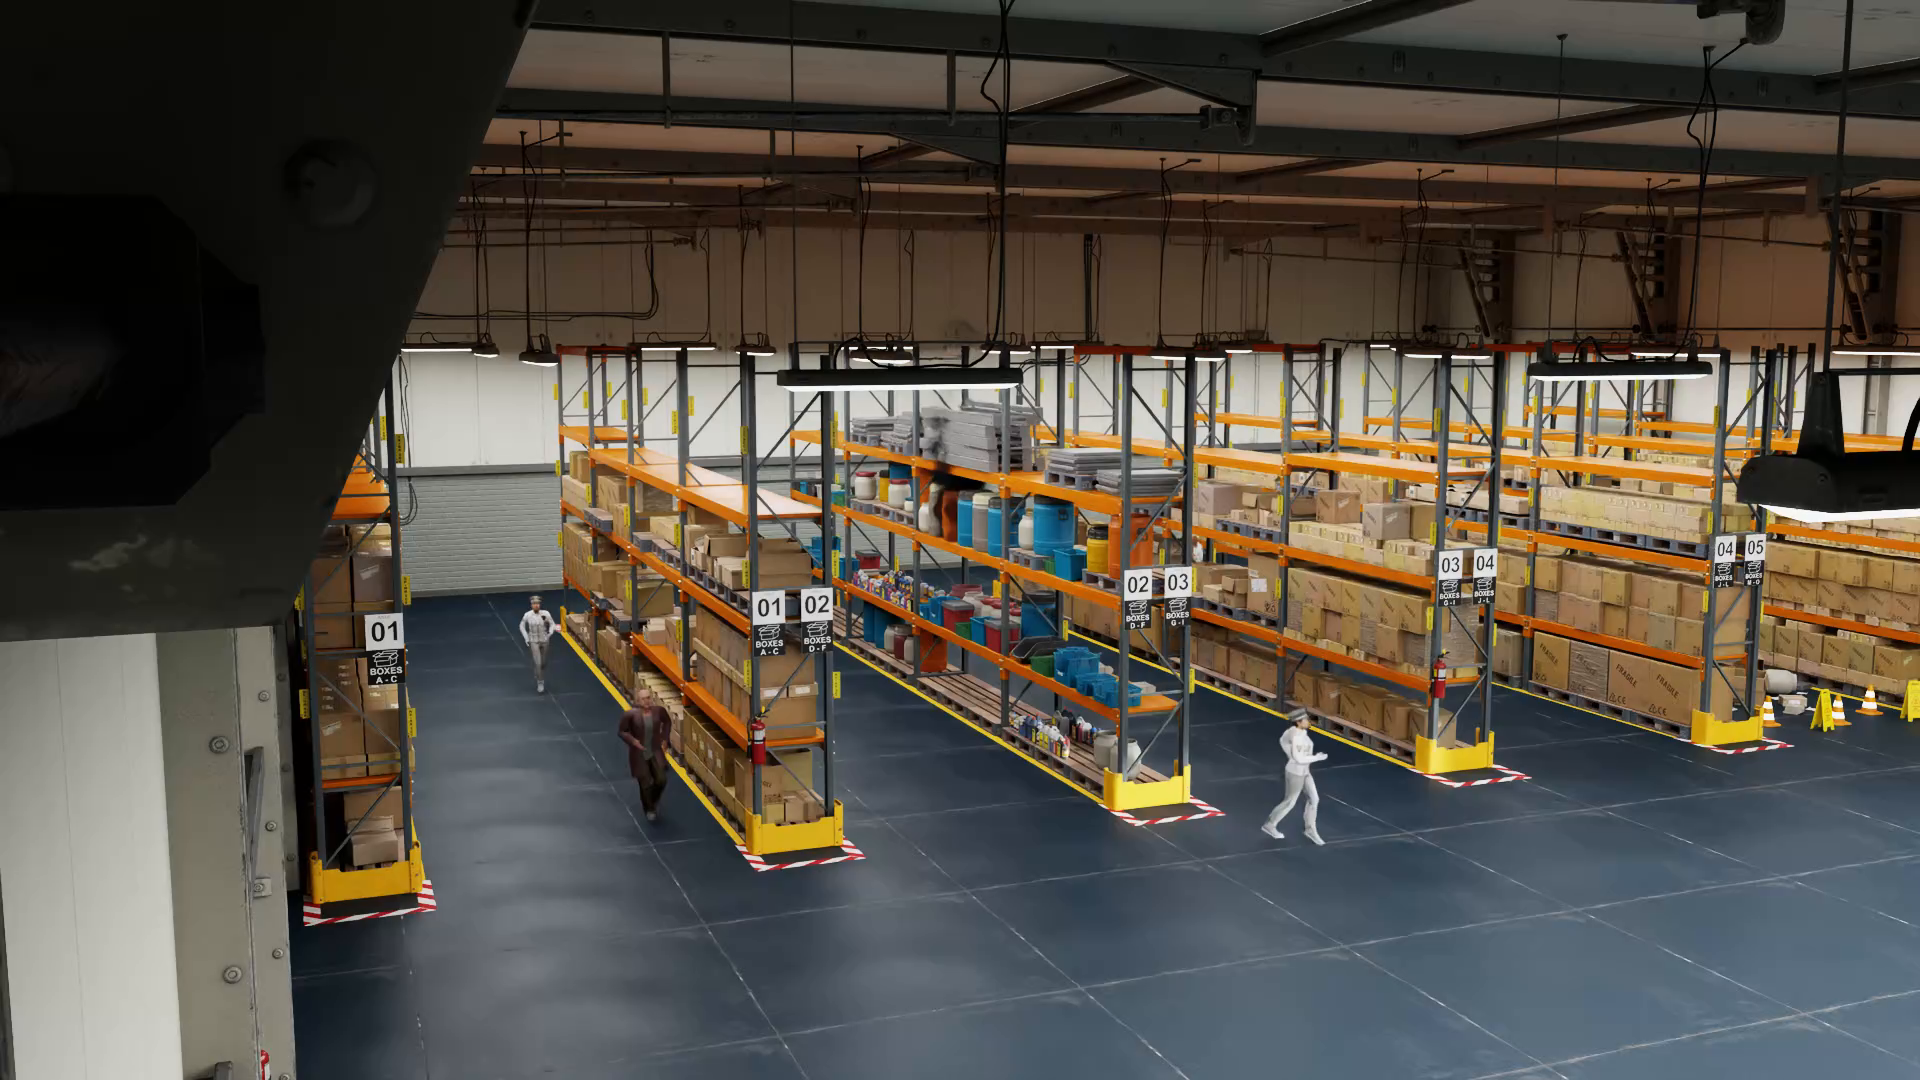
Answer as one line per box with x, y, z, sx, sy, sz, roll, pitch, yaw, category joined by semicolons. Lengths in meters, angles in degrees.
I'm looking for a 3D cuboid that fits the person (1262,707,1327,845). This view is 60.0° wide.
4.120;2.908;20.440;0.776;1.754;0.598;2;8;17;person

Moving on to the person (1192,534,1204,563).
5.257;0.673;37.447;0.696;1.763;0.972;-3;8;-19;person

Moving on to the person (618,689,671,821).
-4.008;2.769;21.318;0.714;1.735;0.650;-3;8;-21;person

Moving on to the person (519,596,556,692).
-7.436;1.797;29.320;0.624;1.688;0.689;-2;8;-19;person
